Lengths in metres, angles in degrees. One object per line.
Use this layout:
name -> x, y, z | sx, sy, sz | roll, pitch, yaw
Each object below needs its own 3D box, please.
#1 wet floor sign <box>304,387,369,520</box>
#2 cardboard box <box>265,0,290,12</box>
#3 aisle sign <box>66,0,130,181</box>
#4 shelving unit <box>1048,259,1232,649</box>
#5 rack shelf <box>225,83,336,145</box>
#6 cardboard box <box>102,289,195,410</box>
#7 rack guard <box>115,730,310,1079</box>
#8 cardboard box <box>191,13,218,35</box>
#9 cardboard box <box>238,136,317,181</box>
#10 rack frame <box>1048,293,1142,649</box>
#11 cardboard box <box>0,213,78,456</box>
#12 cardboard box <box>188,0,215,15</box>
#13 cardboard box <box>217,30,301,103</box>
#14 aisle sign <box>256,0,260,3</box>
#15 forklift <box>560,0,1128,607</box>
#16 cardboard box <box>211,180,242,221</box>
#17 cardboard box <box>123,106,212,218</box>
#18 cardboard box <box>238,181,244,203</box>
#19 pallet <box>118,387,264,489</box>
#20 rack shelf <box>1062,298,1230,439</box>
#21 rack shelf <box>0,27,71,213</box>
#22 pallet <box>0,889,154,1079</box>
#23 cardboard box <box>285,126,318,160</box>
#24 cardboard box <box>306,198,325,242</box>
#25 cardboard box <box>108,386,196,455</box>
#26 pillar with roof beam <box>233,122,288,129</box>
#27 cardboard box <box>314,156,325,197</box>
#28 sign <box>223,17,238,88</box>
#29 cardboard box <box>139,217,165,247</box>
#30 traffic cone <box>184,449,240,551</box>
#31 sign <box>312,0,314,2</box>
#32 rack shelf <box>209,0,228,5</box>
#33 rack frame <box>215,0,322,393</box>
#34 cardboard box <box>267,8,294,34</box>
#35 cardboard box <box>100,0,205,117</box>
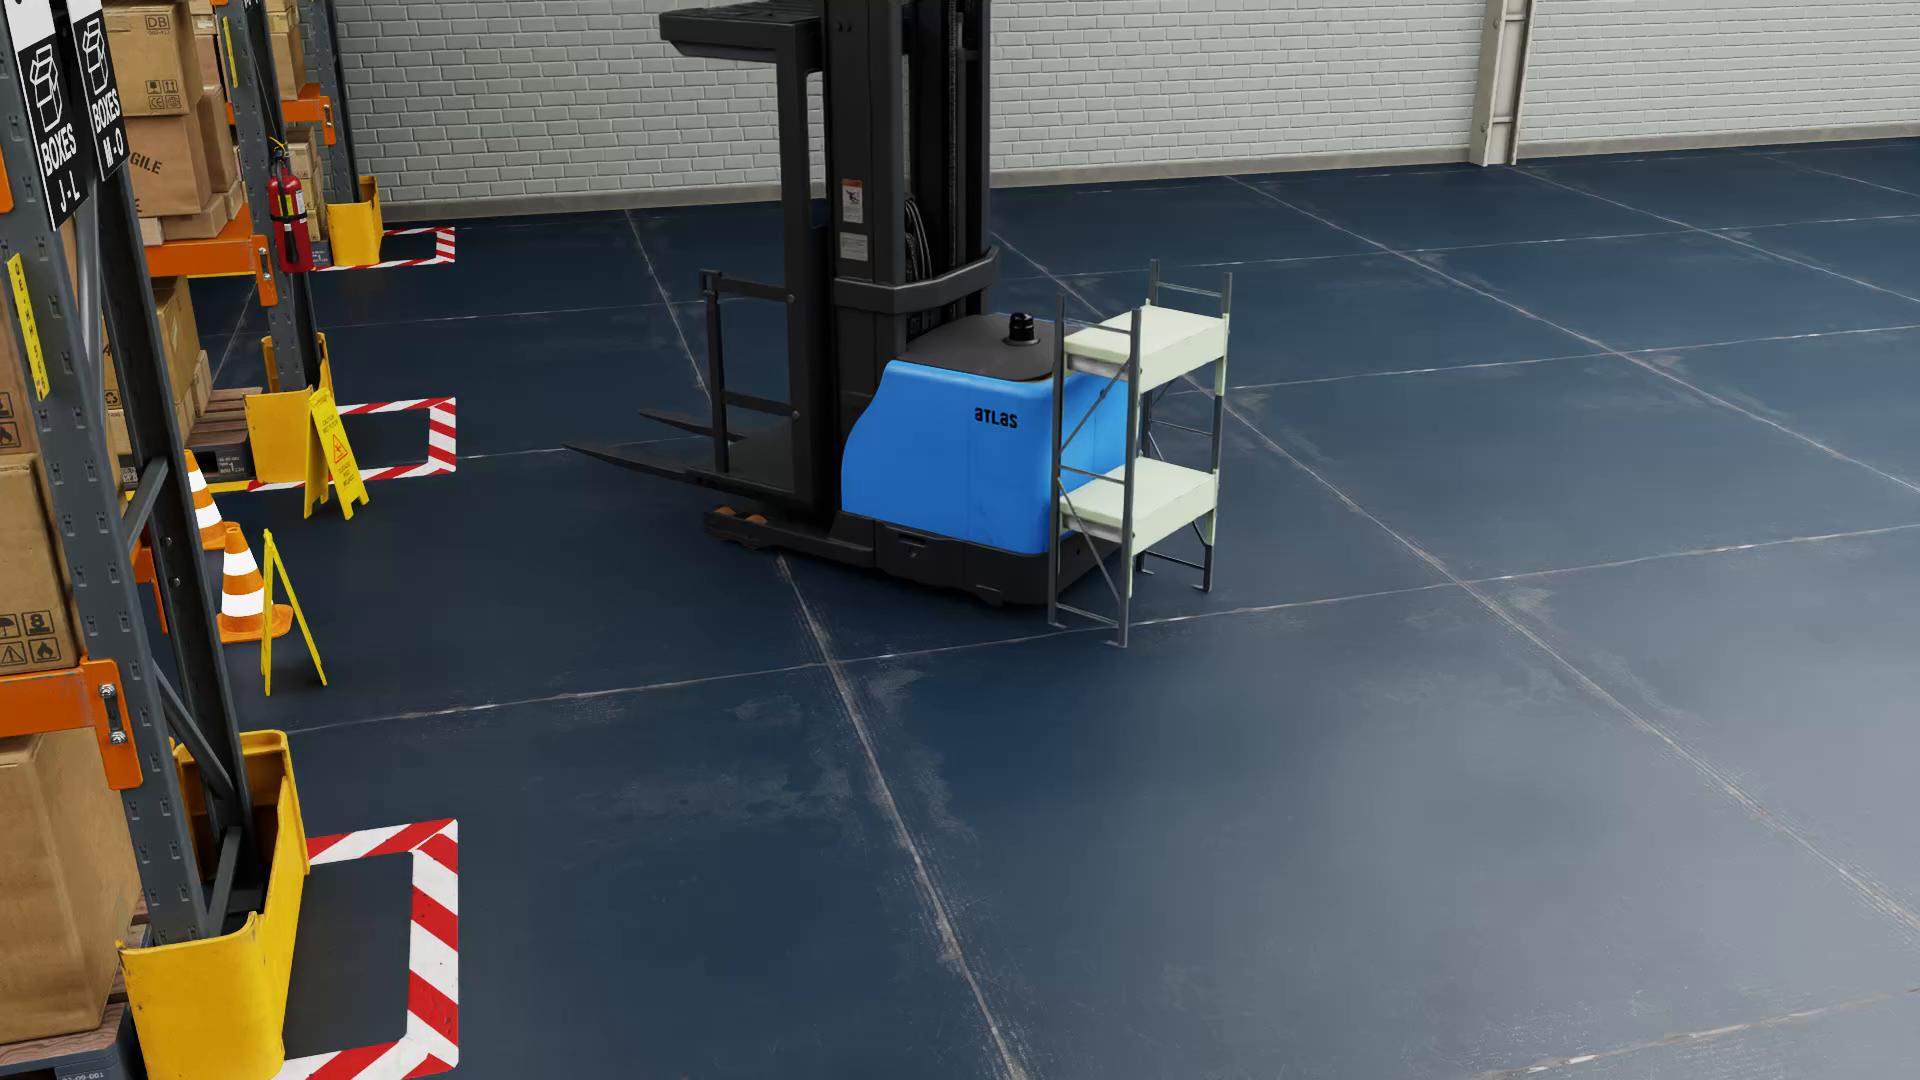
wet floor sign -> -3.228, -0.454, 8.489 | 0.232, 0.644, 0.267 | 2, 23, 4
cardboard box -> -5.332, -4.168, 12.833 | 0.250, 0.149, 0.380 | -6, 24, -14
aisle sign -> -2.278, -1.369, 4.340 | 0.004, 0.787, 0.394 | -6, 24, -14
shelving unit -> 0.777, -0.384, 7.243 | 0.431, 1.500, 0.755 | 17, 28, 34
rack shelf -> -6.970, -3.262, 12.960 | 4.000, 0.370, 1.077 | -6, 24, -14
cardboard box -> -4.401, -1.011, 8.806 | 0.500, 0.500, 0.500 | -6, 24, -14
rack guard -> -2.243, 1.093, 5.068 | 0.348, 0.500, 1.175 | -6, 24, -14
cardboard box -> -5.807, -3.963, 12.733 | 0.250, 0.149, 0.380 | -6, 24, -13
cardboard box -> -5.404, -3.027, 13.187 | 0.500, 0.250, 0.500 | -5, 24, -13
rack frame -> 0.554, -0.270, 6.976 | 0.400, 1.500, 0.023 | 17, 28, 34
cardboard box -> -2.633, -0.593, 4.269 | 0.550, 0.550, 0.875 | -6, 24, -14
cardboard box -> -5.806, -4.092, 12.656 | 0.250, 0.149, 0.380 | -6, 24, -13
cardboard box -> -5.447, -3.699, 12.941 | 0.500, 0.500, 0.500 | -7, 24, -16
aisle sign -> -3.724, -3.240, 8.701 | 0.004, 0.787, 0.394 | -6, 24, -14
forklift -> -0.675, -1.463, 7.943 | 3.031, 2.935, 1.130 | 14, 27, 29
cardboard box -> -4.083, -1.848, 9.072 | 0.250, 0.149, 0.380 | -6, 24, -14
cardboard box -> -4.148, -1.942, 8.467 | 0.500, 0.500, 0.500 | -7, 24, -15
cardboard box -> -5.915, -2.745, 13.163 | 0.500, 0.250, 0.500 | -7, 24, -15
pallet -> -4.565, -0.559, 9.285 | 1.213, 0.211, 1.003 | -6, 24, -14
rack shelf -> 0.777, -0.743, 7.089 | 0.431, 0.370, 0.720 | 17, 28, 34
rack shelf -> -4.191, -0.888, 3.623 | 4.000, 0.370, 1.077 | -6, 24, -14
pallet -> -3.014, 1.343, 4.851 | 1.213, 0.211, 1.003 | -6, 24, -14
cardboard box -> -5.558, -3.215, 13.625 | 0.500, 0.250, 0.500 | -7, 24, -15
cardboard box -> -5.412, -2.565, 13.378 | 0.500, 0.250, 0.500 | -6, 24, -14
cardboard box -> -4.429, -0.660, 8.939 | 0.500, 0.250, 0.500 | -6, 24, -15
pillar with roof beam -> -4.795, -5.196, 8.948 | 0.400, 9.000, 9.100 | -6, 24, -14
cardboard box -> -5.553, -2.993, 13.743 | 0.500, 0.250, 0.500 | -6, 24, -13
sign -> -3.569, -2.386, 8.137 | 0.005, 0.325, 0.100 | -6, 24, -14
cardboard box -> -4.216, -1.616, 8.530 | 0.250, 0.149, 0.380 | -7, 24, -15
traffic cone -> -3.766, -0.220, 8.176 | 0.334, 0.463, 0.336 | -6, 24, -14
sign -> -4.911, -4.239, 12.556 | 0.005, 0.325, 0.100 | -6, 24, -14
rack shelf -> -5.626, -2.756, 7.978 | 4.000, 0.370, 1.077 | -6, 24, -14
rack frame -> -3.700, -1.921, 8.924 | 0.127, 3.000, 1.000 | -6, 24, -14
cardboard box -> -5.303, -4.006, 12.833 | 0.250, 0.149, 0.380 | -6, 24, -14
cardboard box -> -4.133, -2.426, 8.328 | 0.500, 0.500, 0.700 | -7, 24, -16
